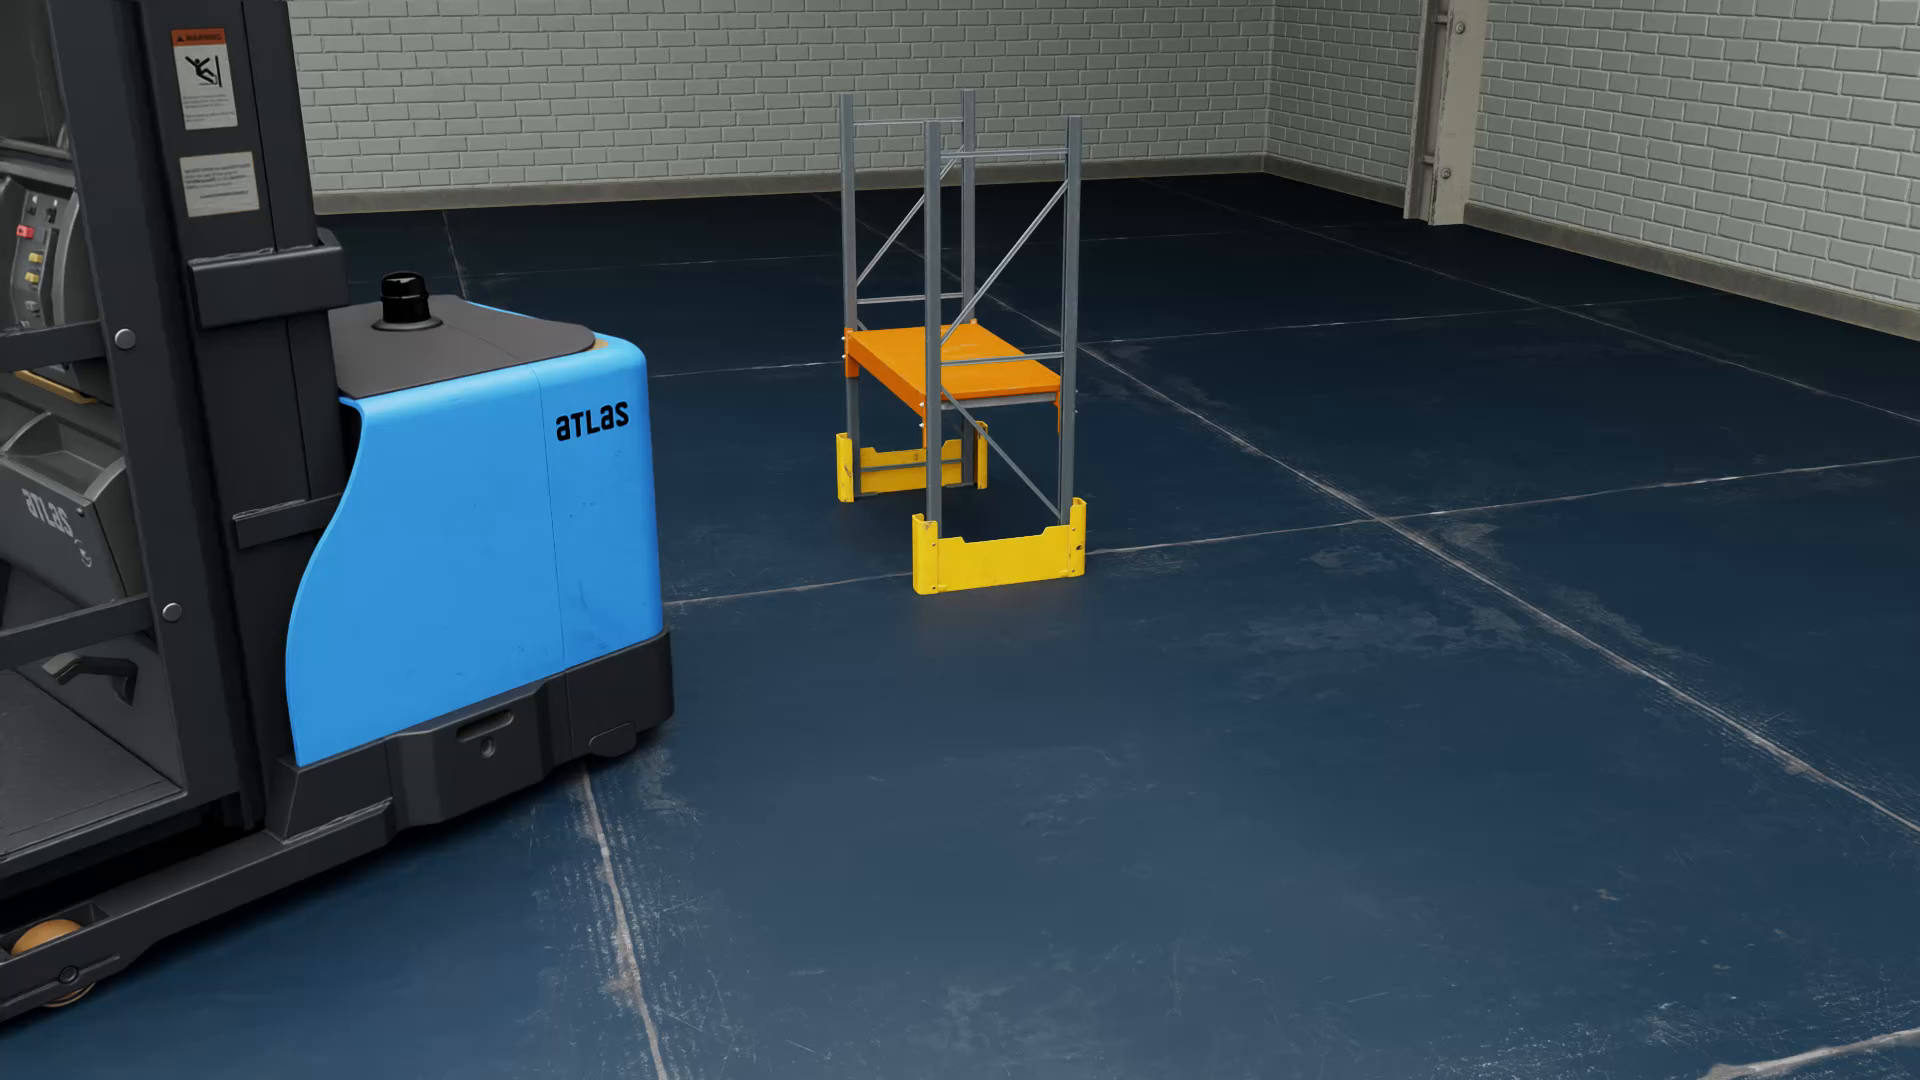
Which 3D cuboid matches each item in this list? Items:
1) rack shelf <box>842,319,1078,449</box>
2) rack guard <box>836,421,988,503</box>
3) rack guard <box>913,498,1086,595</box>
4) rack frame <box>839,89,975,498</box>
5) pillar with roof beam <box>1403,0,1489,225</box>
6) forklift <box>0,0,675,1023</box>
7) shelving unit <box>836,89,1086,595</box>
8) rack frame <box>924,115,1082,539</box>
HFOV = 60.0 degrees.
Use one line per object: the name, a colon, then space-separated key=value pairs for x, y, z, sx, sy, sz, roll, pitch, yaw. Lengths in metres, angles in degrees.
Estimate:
rack shelf: x=-0.027 y=-0.564 z=5.800 sx=0.538 sy=0.185 sz=1.000 roll=-6 pitch=21 yaw=-17
rack guard: x=-0.180 y=-0.302 z=6.387 sx=0.587 sy=0.250 sz=0.087 roll=-6 pitch=21 yaw=-17
rack guard: x=0.133 y=0.018 z=5.497 sx=0.587 sy=0.250 sz=0.087 roll=-6 pitch=21 yaw=-17
rack frame: x=-0.187 y=-0.896 z=6.193 sx=0.500 sy=1.500 sz=0.032 roll=-6 pitch=21 yaw=-17
pillar with roof beam: x=-0.457 y=-6.223 z=9.929 sx=9.100 sy=9.000 sz=0.400 roll=-6 pitch=21 yaw=-17
forklift: x=-2.119 y=-0.593 z=3.231 sx=1.130 sy=2.935 sz=3.031 roll=17 pitch=26 yaw=39
shelving unit: x=-0.024 y=-0.730 z=5.731 sx=0.587 sy=1.500 sz=1.083 roll=-6 pitch=21 yaw=-17
rack frame: x=0.133 y=-0.570 z=5.285 sx=0.500 sy=1.500 sz=0.032 roll=-6 pitch=21 yaw=-17
